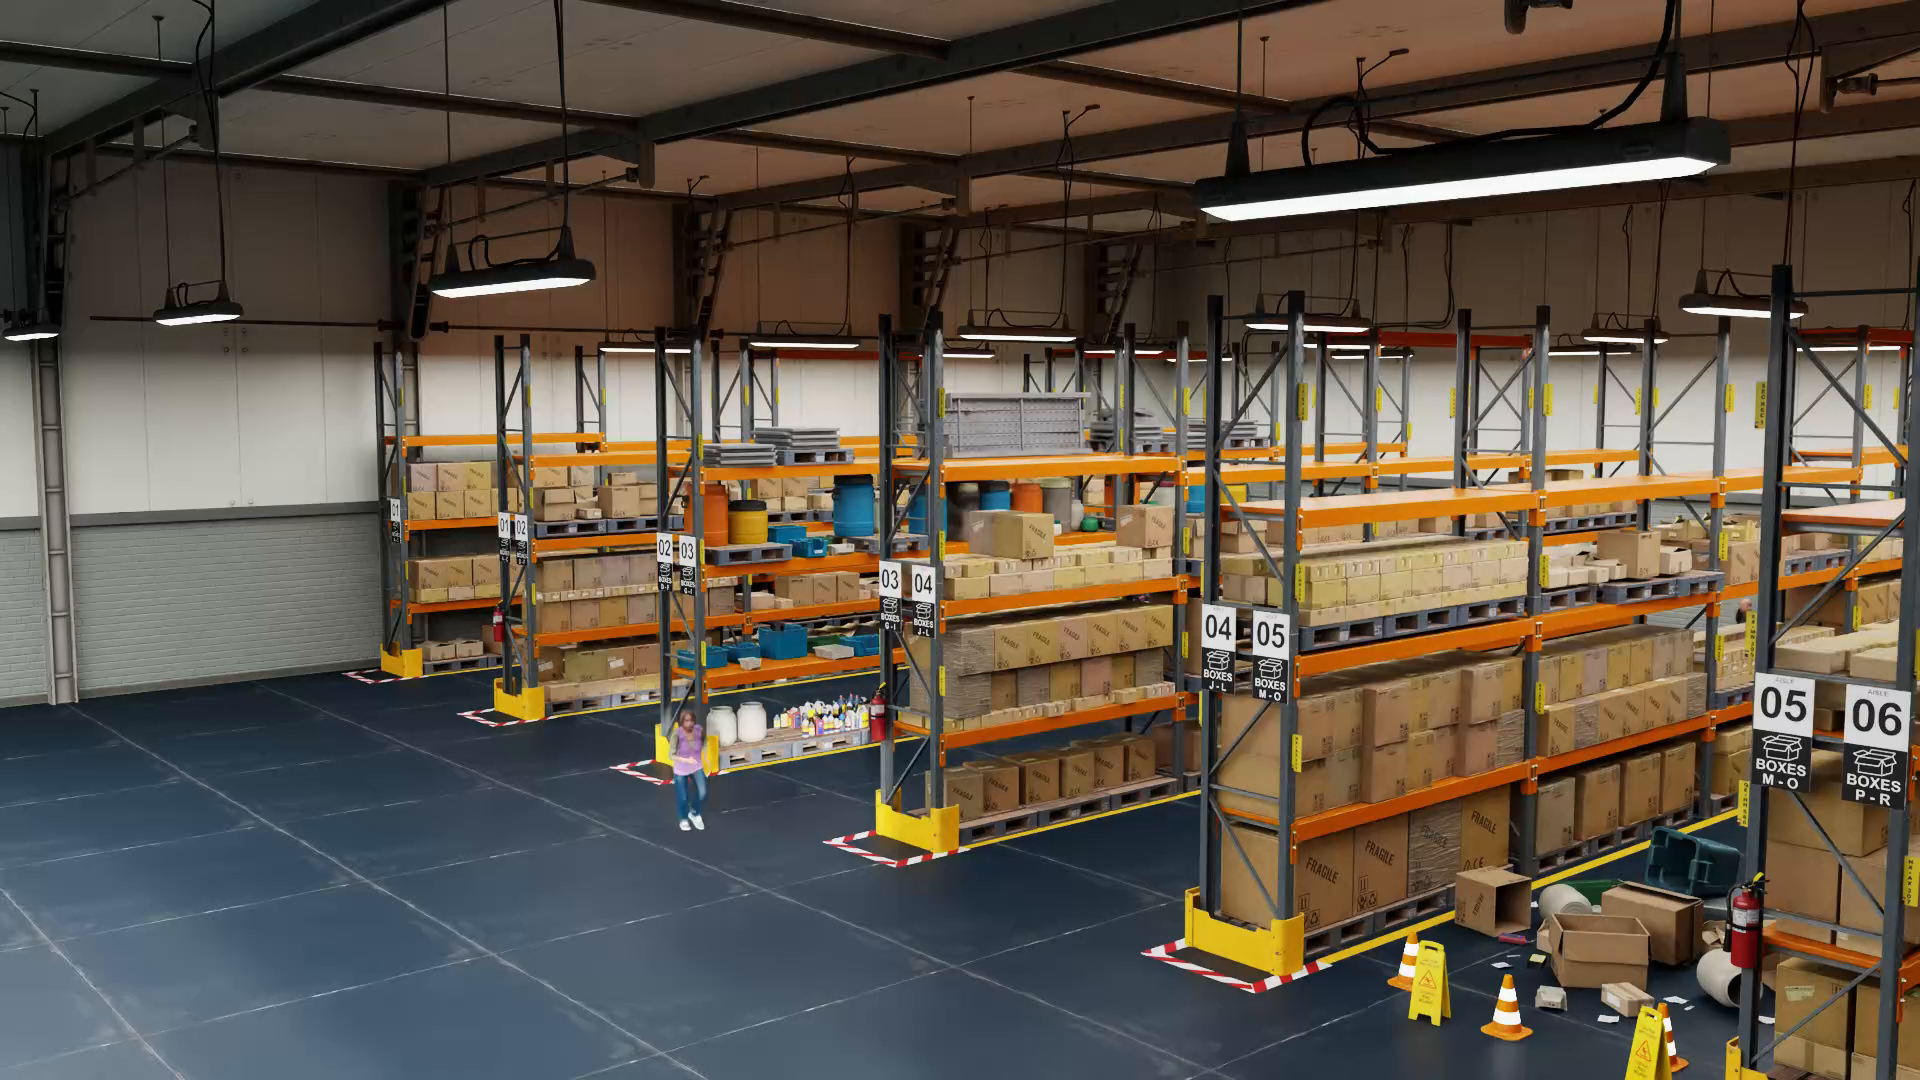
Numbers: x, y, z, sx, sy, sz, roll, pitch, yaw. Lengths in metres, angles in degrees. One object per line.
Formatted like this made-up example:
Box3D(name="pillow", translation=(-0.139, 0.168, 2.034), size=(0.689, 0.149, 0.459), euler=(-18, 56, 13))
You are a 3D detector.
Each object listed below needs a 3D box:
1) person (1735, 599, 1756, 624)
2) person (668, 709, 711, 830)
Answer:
Box3D(name="person", translation=(13.333, 1.818, 27.988), size=(0.946, 1.711, 0.680), euler=(-4, 6, -36))
Box3D(name="person", translation=(-3.116, 2.667, 19.188), size=(0.528, 1.494, 0.830), euler=(-2, 6, -19))
